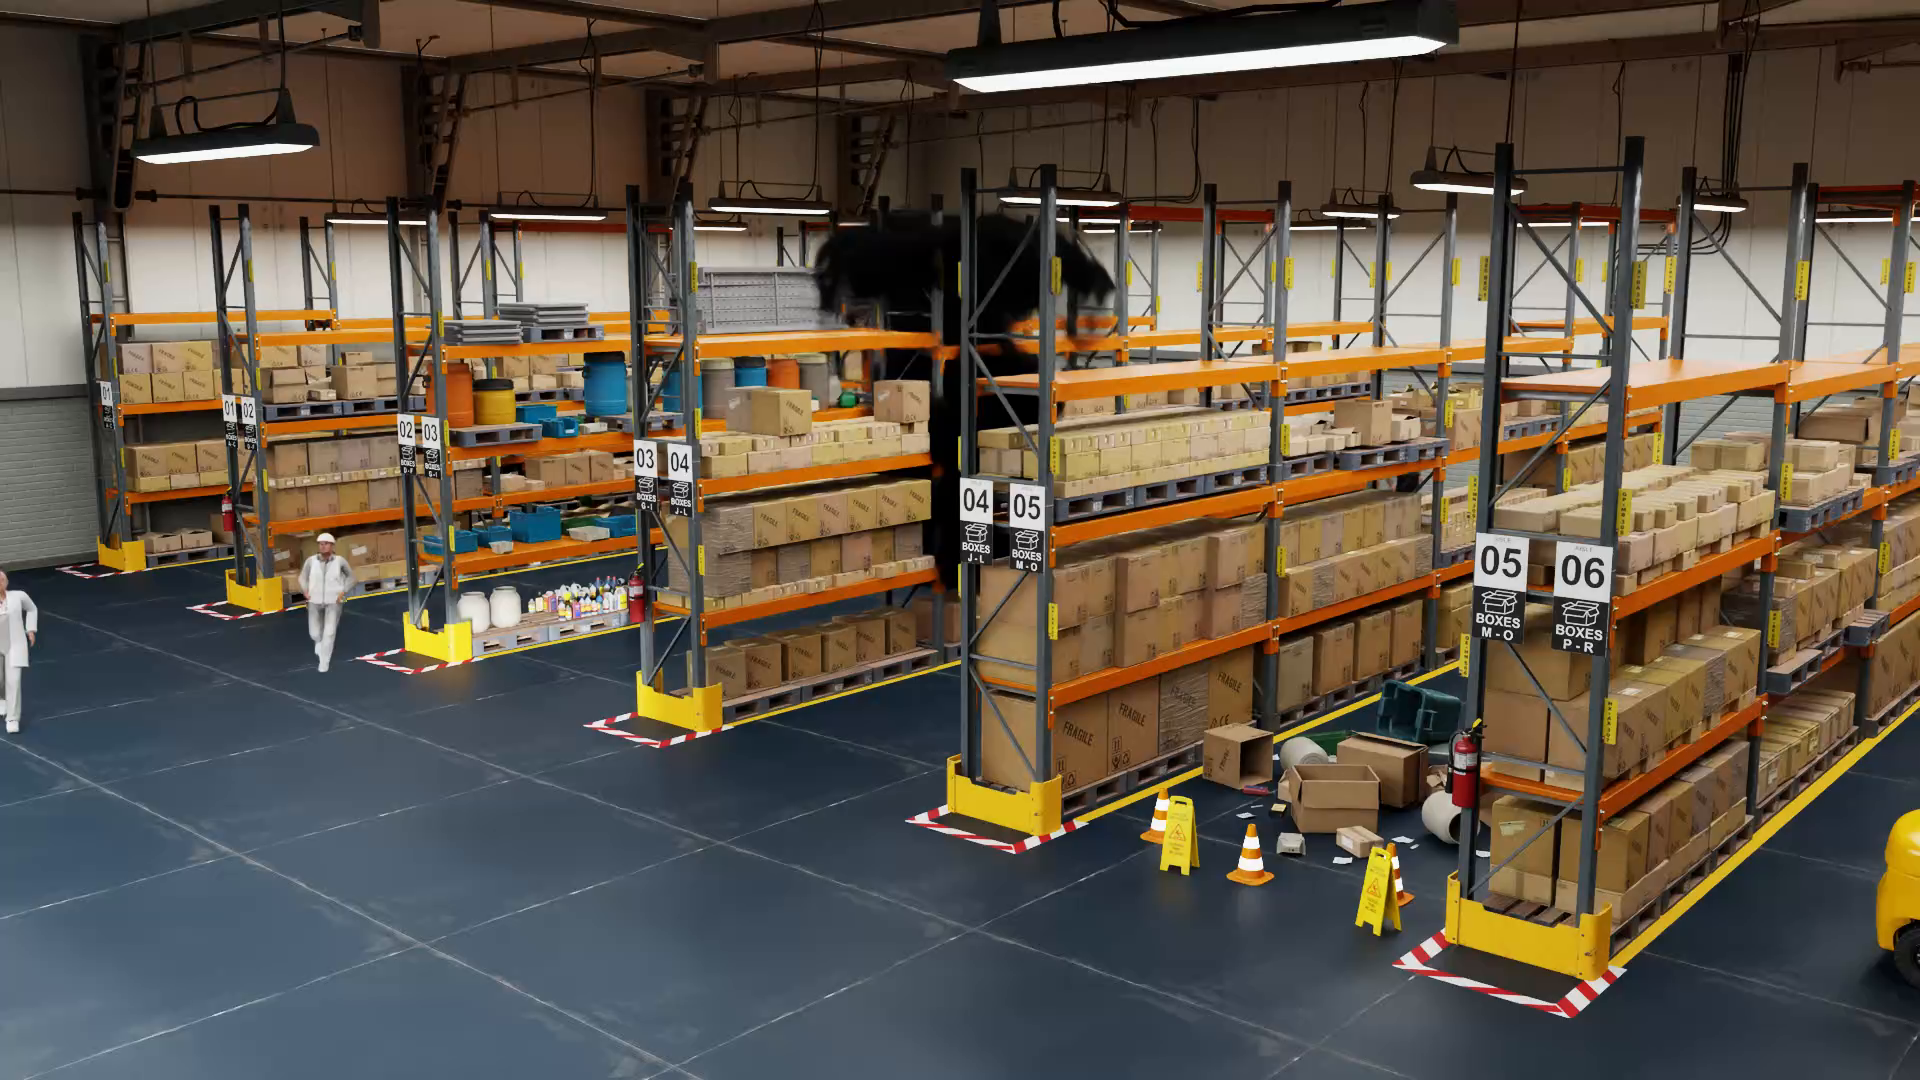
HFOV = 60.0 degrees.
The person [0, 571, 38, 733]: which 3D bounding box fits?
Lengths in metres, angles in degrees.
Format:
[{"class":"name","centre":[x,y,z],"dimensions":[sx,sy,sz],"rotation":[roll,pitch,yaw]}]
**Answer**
[{"class":"person","centre":[-10.692,1.206,18.597],"dimensions":[0.718,1.761,0.966],"rotation":[-5,11,-29]}]

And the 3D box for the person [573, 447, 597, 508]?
[{"class":"person","centre":[-7.367,-1.145,32.669],"dimensions":[0.598,1.824,0.880],"rotation":[6,11,31]}]

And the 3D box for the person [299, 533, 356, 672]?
[{"class":"person","centre":[-8.088,0.765,21.291],"dimensions":[0.682,1.743,0.684],"rotation":[-2,10,-12]}]

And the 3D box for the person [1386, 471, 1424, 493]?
[{"class":"person","centre":[8.341,-0.834,31.055],"dimensions":[0.674,1.743,0.908],"rotation":[-6,11,-33]}]
